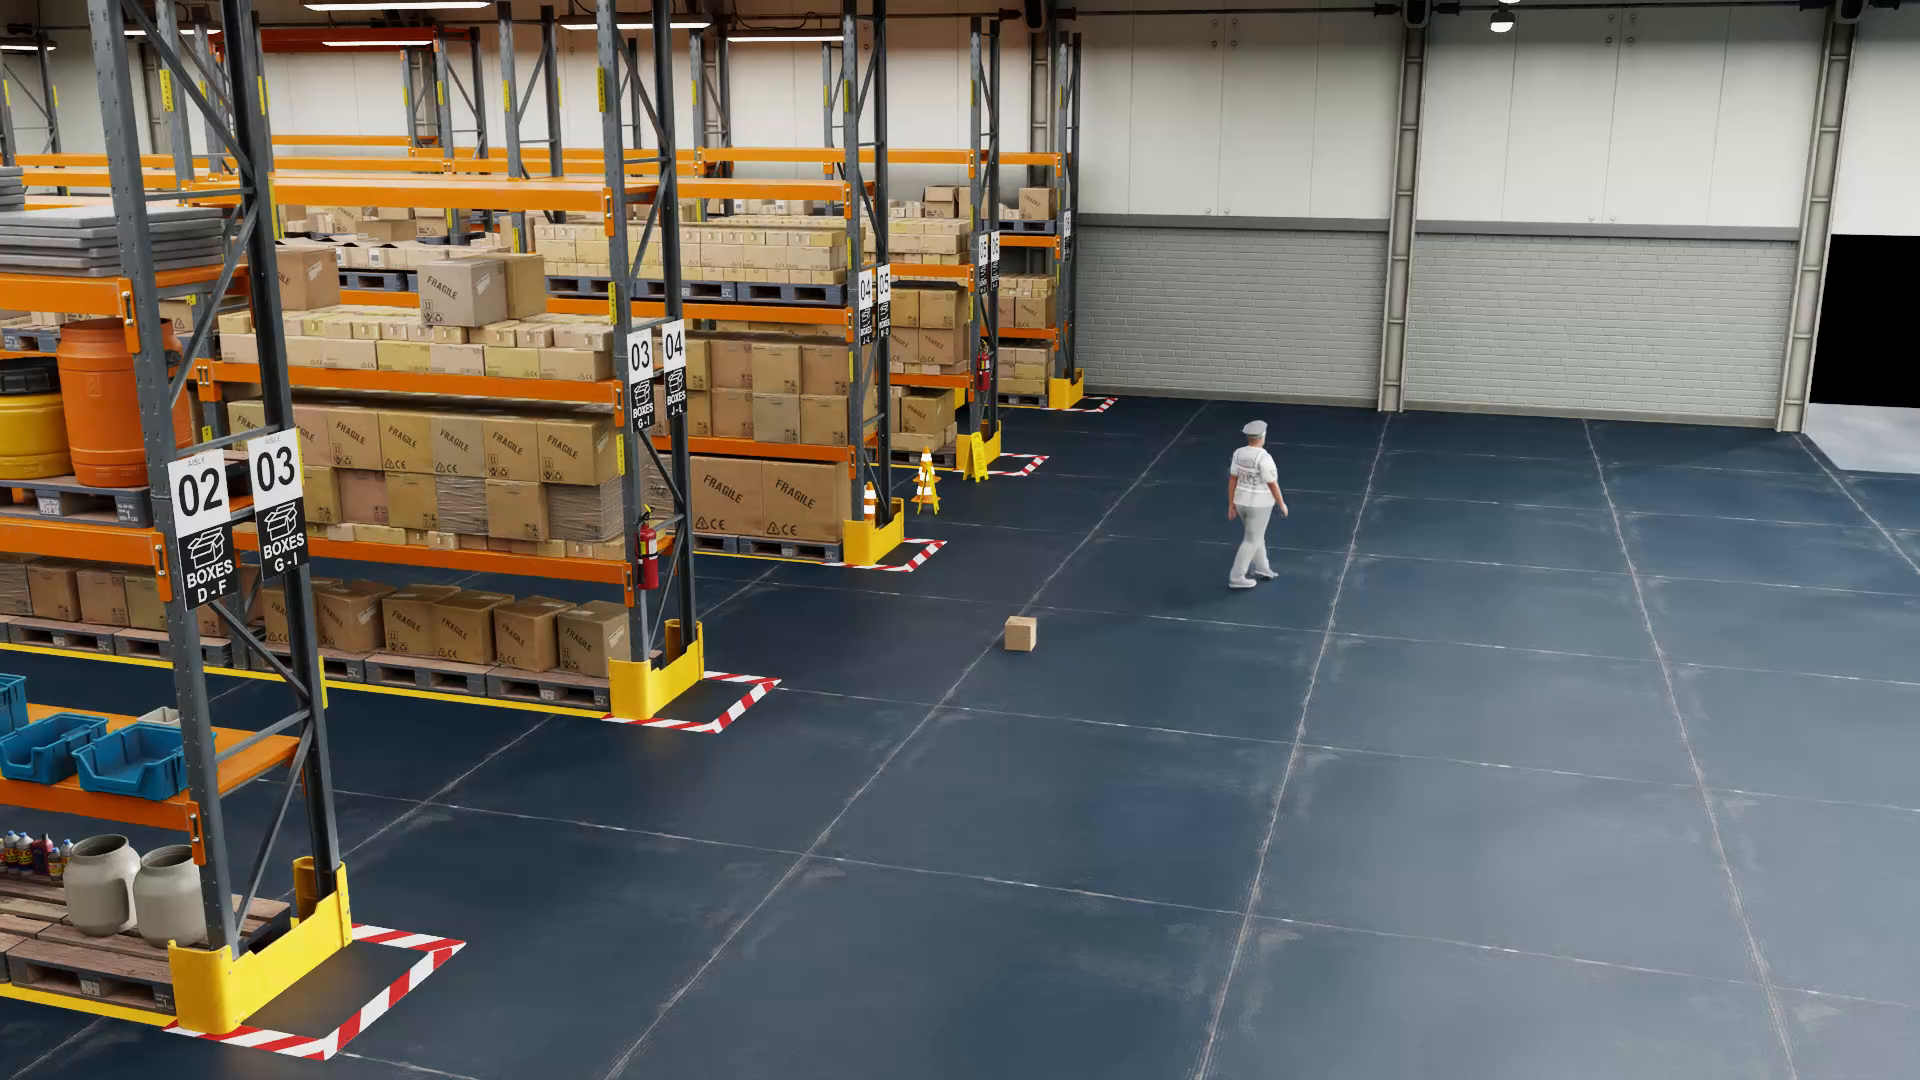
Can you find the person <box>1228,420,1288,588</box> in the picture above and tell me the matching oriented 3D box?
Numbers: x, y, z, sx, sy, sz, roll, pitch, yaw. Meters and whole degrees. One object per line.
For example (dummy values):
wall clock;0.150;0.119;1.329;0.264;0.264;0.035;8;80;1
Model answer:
person;3.156;-0.369;17.367;0.844;1.787;0.536;-9;18;-32
